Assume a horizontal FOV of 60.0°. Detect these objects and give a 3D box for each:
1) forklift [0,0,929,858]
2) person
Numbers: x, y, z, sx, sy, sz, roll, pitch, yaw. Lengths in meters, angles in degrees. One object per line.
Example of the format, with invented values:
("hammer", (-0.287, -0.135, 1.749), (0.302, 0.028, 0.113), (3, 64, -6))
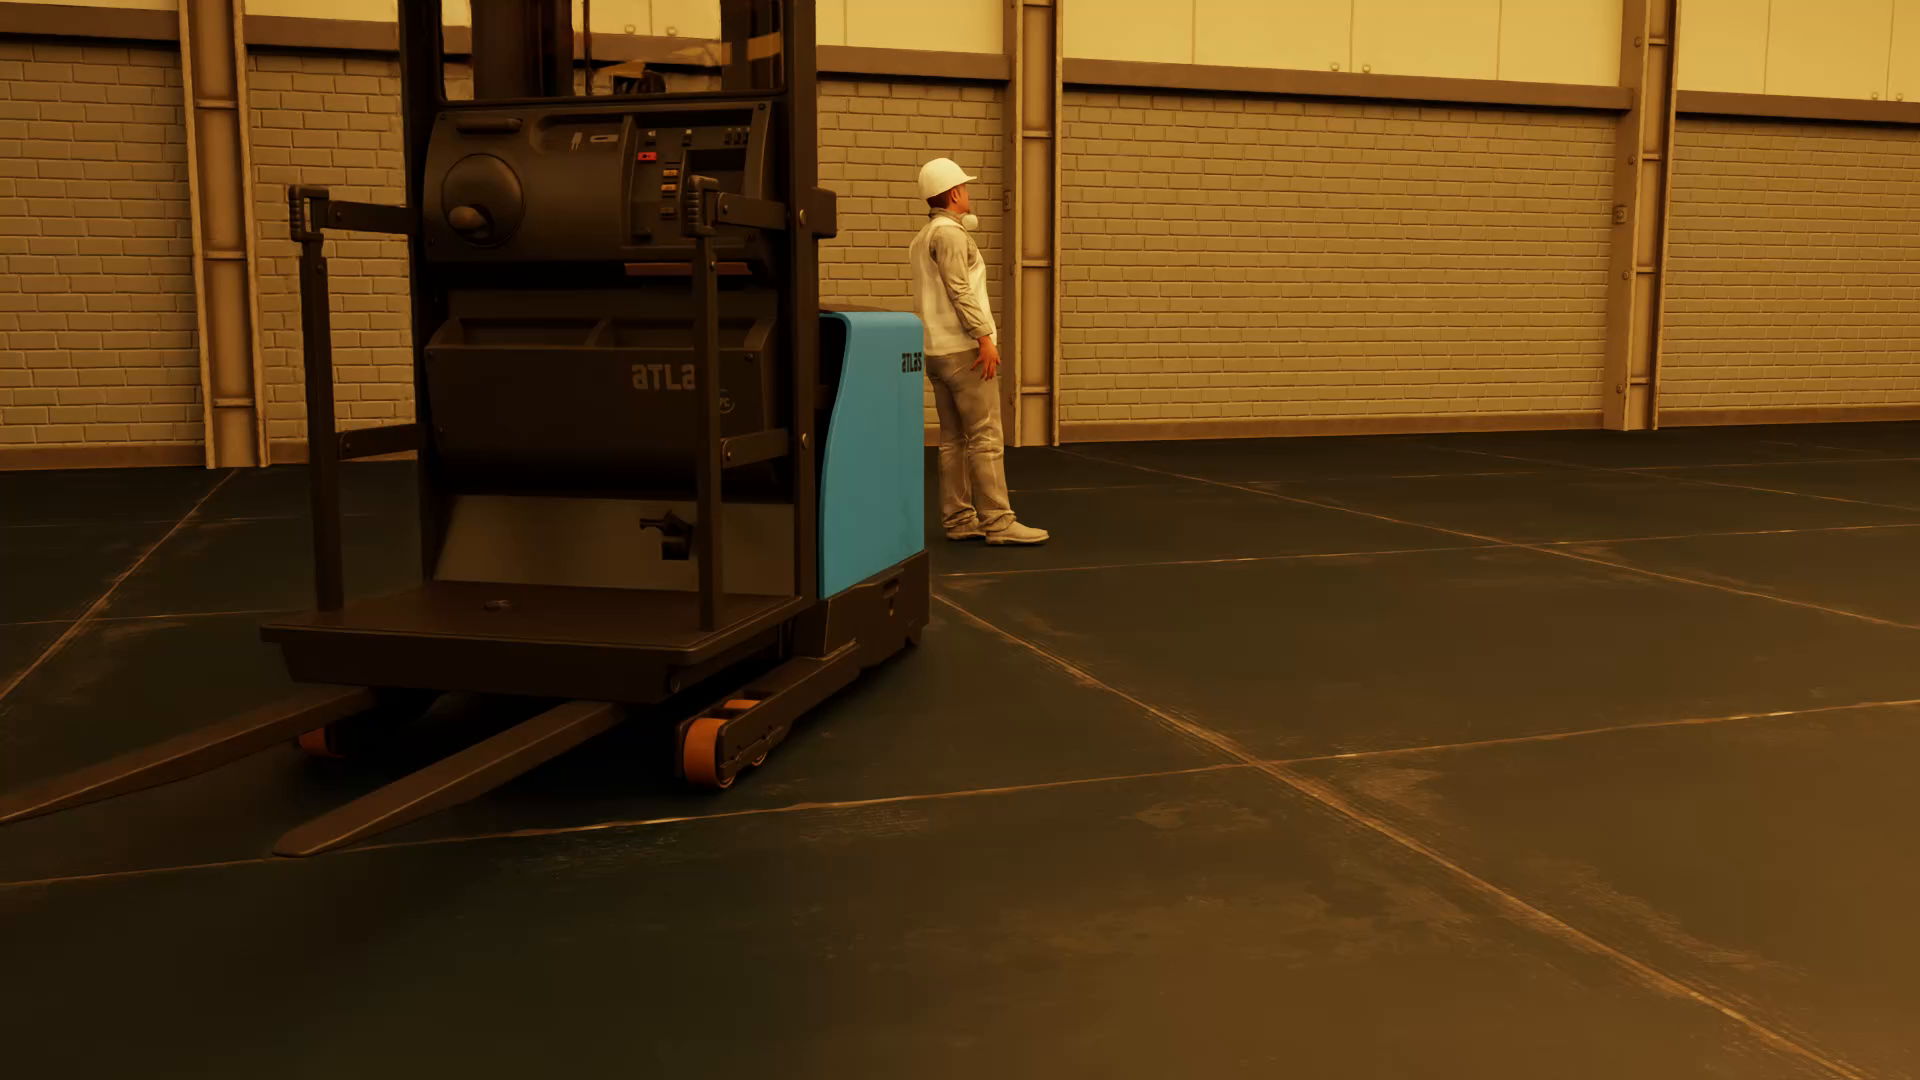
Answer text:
("forklift", (-0.972, -0.944, 3.987), (1.130, 2.935, 3.031), (2, 8, 15))
("person", (0.062, -0.888, 7.816), (0.566, 1.775, 0.633), (-3, 8, -18))
